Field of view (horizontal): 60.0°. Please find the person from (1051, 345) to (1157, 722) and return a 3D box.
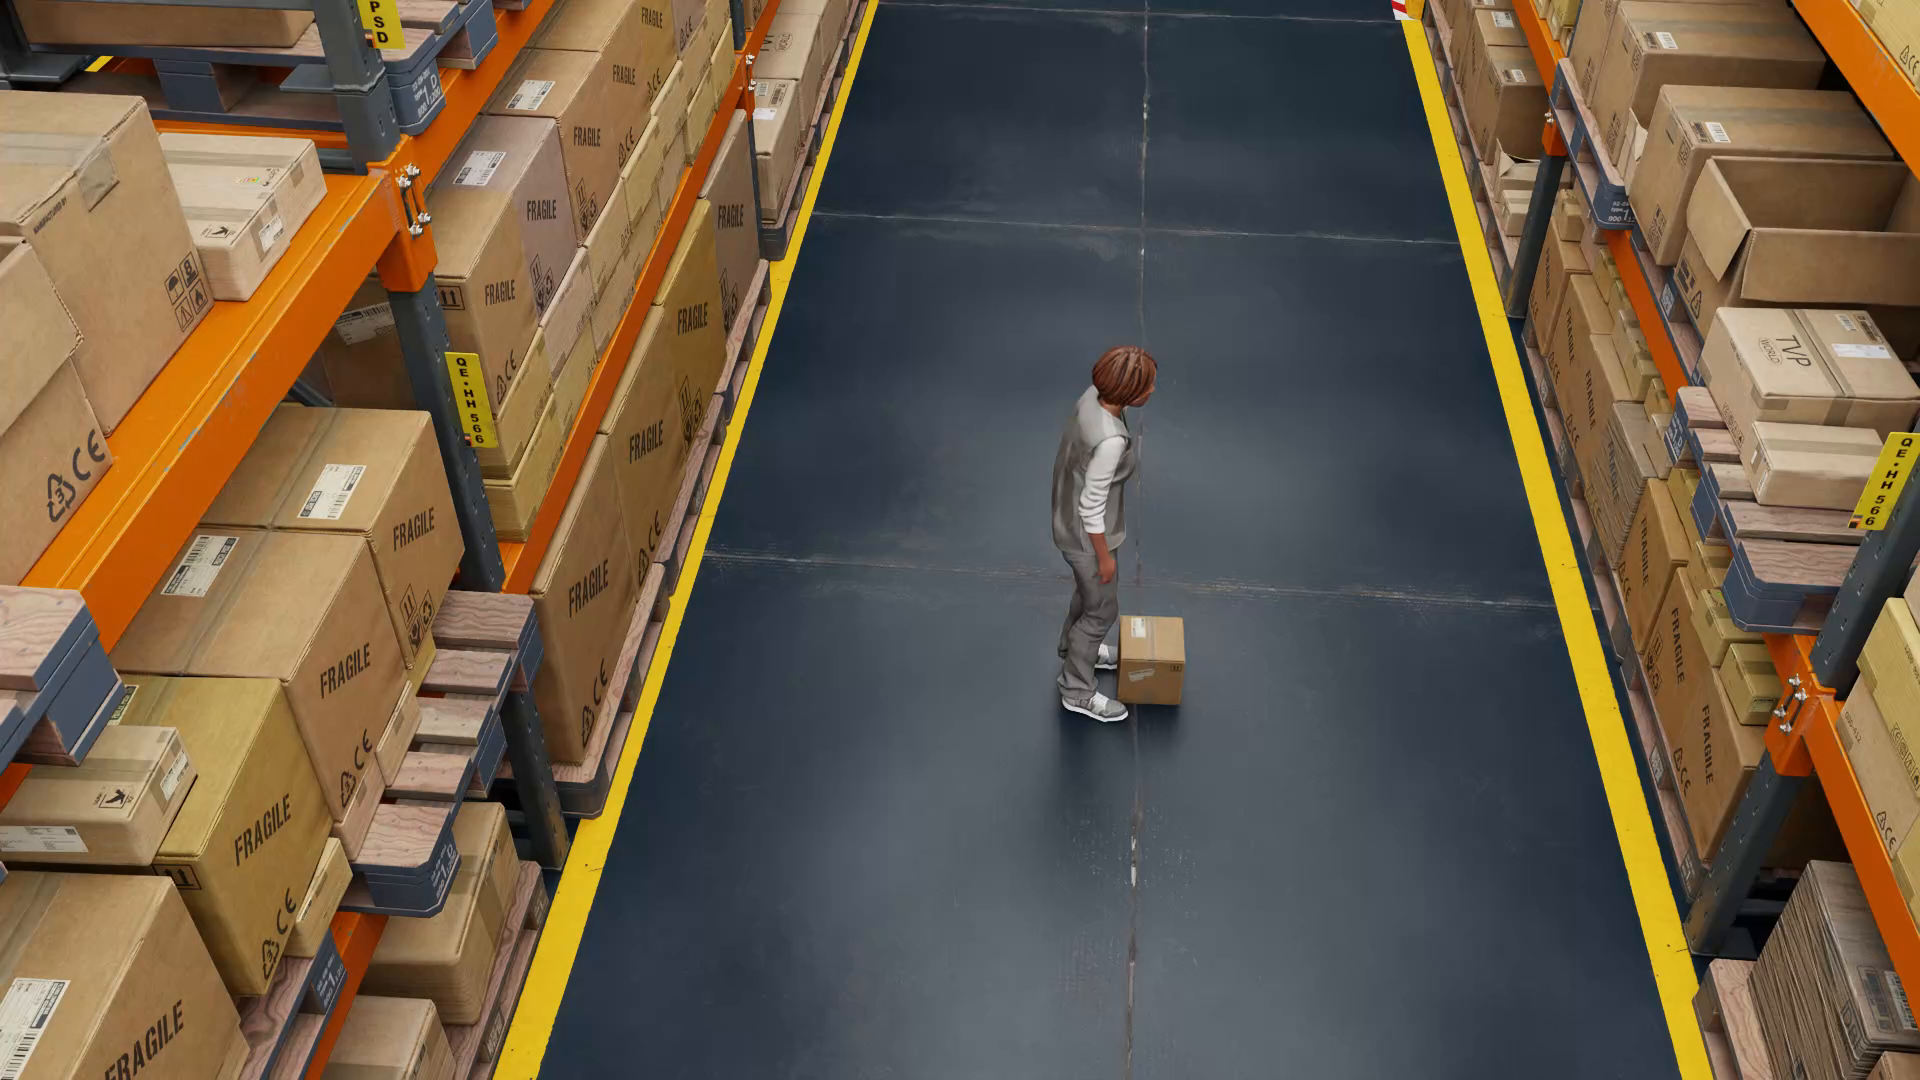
[{"bbox_3d":[0.511,-0.037,6.210,0.347,1.591,0.475,1,41,1],"label":"person"}]
